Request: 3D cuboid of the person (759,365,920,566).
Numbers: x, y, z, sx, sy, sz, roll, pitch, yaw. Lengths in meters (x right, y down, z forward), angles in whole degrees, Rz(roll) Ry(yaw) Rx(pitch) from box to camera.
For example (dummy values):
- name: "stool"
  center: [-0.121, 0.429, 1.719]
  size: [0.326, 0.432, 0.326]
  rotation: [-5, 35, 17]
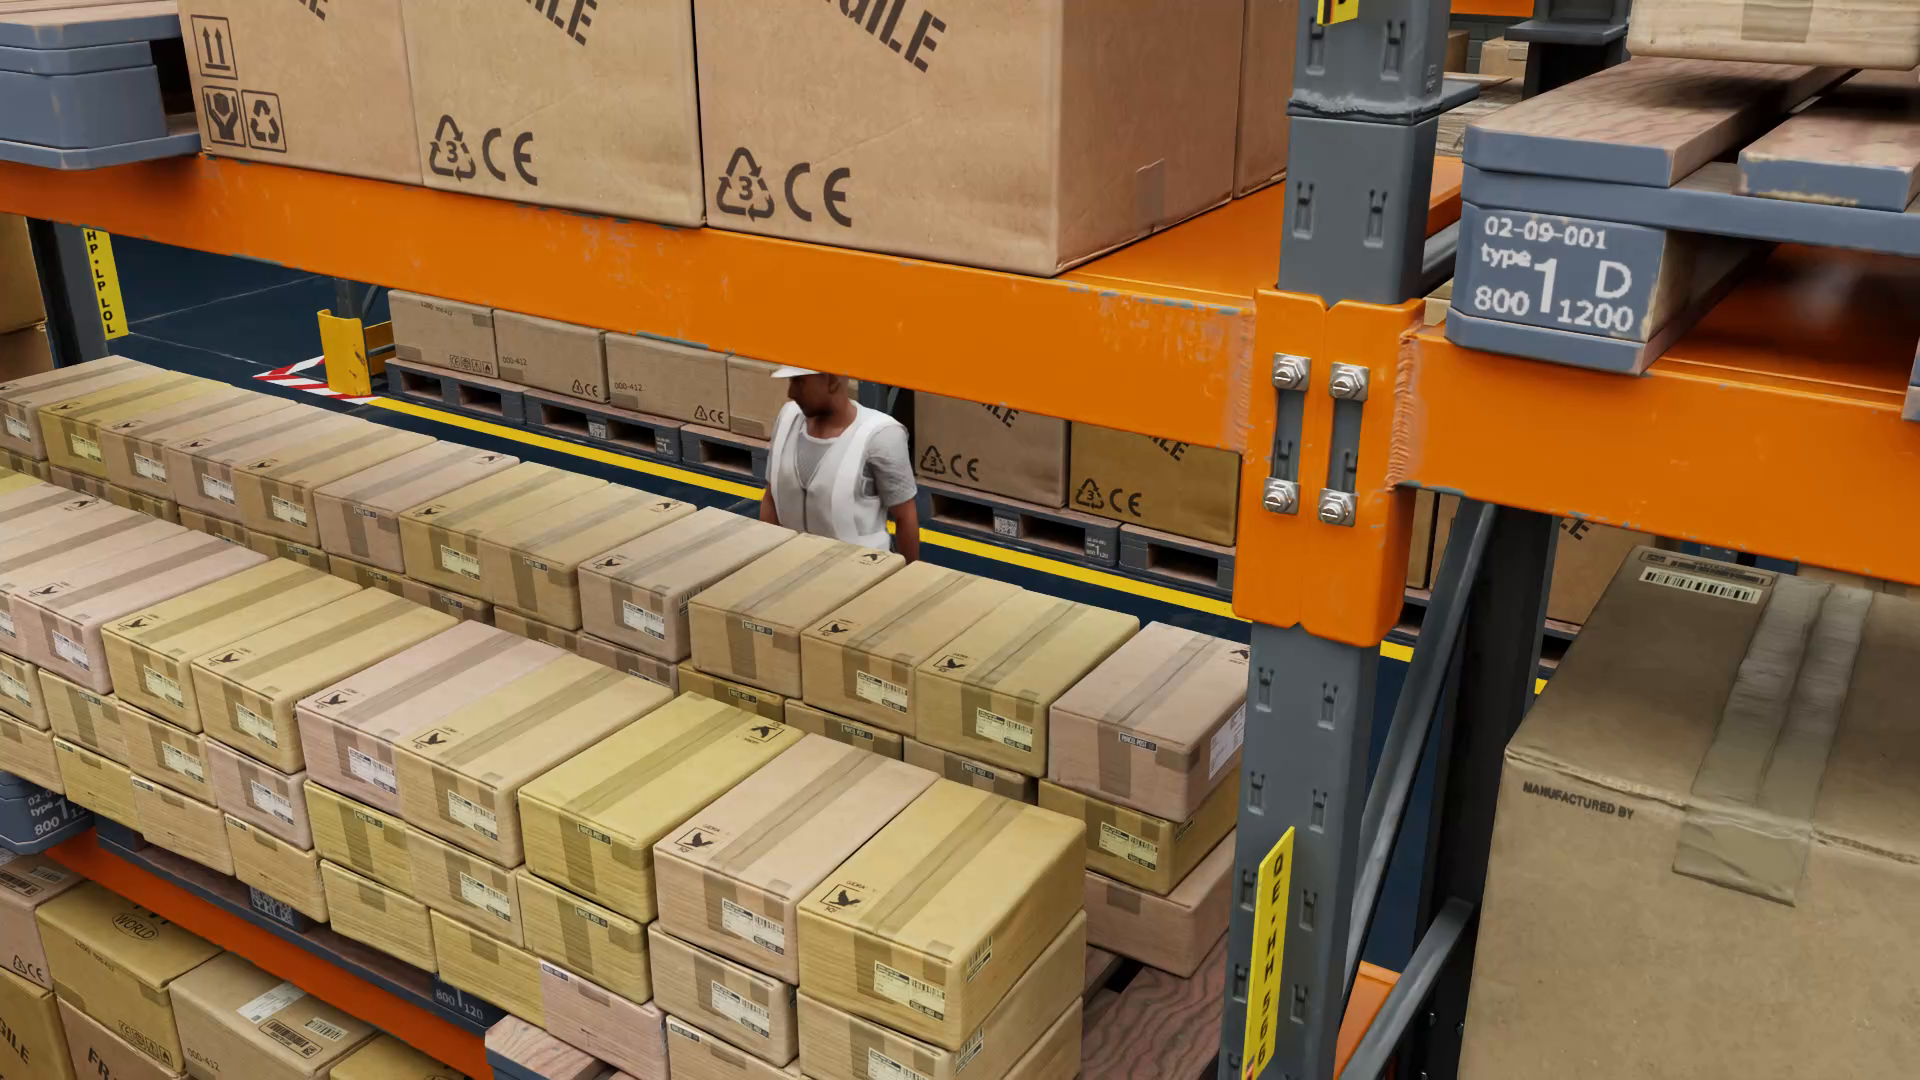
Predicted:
- name: "person"
  center: [-0.424, 0.123, 5.779]
  size: [0.574, 1.760, 0.795]
  rotation: [14, 27, 31]
